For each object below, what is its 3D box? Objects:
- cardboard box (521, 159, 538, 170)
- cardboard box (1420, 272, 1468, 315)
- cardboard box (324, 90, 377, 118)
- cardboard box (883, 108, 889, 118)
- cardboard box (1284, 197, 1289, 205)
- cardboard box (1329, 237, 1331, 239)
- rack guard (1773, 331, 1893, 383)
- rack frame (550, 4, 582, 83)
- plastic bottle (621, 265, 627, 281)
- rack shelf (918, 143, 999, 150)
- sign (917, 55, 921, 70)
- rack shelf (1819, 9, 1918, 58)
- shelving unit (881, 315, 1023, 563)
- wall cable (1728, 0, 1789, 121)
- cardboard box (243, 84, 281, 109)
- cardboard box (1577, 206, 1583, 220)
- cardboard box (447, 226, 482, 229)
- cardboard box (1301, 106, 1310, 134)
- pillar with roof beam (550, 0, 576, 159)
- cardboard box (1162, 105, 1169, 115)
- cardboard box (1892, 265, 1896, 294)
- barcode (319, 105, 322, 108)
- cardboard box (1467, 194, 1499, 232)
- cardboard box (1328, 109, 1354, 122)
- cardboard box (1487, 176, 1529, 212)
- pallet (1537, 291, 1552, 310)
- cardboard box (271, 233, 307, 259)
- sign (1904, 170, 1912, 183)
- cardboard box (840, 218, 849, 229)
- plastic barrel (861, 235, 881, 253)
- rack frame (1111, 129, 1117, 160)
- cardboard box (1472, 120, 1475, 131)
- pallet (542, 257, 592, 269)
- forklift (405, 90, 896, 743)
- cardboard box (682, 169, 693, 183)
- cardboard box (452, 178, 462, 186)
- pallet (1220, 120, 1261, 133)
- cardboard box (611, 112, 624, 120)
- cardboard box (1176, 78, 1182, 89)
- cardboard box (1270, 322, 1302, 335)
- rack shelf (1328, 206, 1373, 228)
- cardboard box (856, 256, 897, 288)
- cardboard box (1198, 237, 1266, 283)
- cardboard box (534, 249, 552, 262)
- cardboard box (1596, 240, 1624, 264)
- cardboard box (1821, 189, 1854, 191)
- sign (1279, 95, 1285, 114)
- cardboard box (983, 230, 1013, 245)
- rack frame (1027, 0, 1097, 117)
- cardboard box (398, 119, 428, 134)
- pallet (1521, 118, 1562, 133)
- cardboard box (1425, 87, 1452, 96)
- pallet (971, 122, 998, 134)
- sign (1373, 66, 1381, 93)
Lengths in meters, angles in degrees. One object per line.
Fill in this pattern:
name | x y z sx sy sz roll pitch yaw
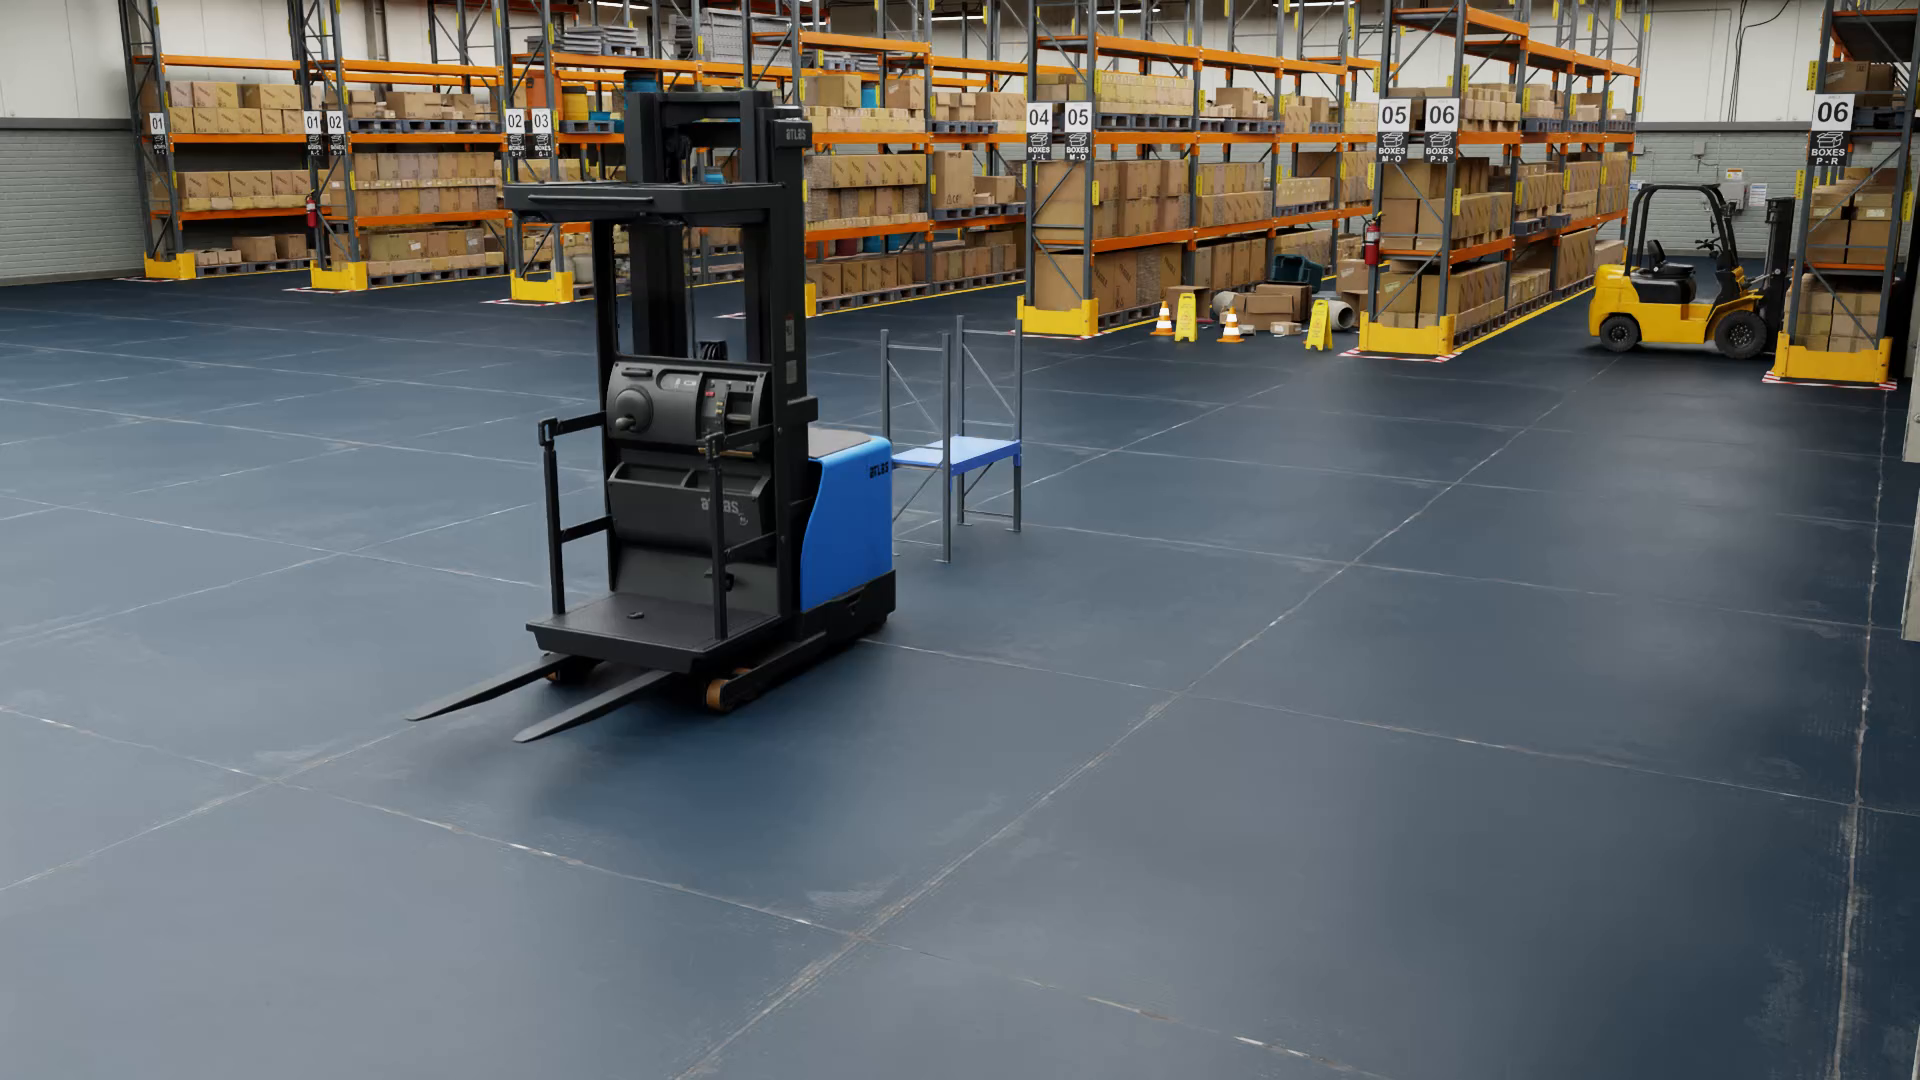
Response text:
cardboard box | -10.840 -9.310 41.261 0.500 0.250 0.500 7 15 27
cardboard box | 6.435 -3.283 22.123 0.500 0.500 0.500 7 15 26
cardboard box | -11.272 -8.056 30.735 0.797 0.503 0.637 9 16 32
cardboard box | -1.409 -7.125 27.758 0.380 0.149 0.250 8 16 30
cardboard box | 5.930 -6.355 31.133 0.380 0.149 0.250 8 16 31
cardboard box | 7.721 -6.400 35.598 0.380 0.149 0.250 7 15 26
rack guard | 10.127 -2.130 19.304 1.175 0.500 0.348 7 15 28
rack frame | -10.090 -12.097 42.511 1.000 3.000 0.127 7 15 28
plastic bottle | -6.070 -4.820 30.010 0.097 0.271 0.097 0 14 0
rack shelf | -0.451 -9.577 39.993 1.077 0.370 4.000 7 15 28
sign | -0.937 -10.810 37.619 0.100 0.325 0.005 7 15 28
rack shelf | 11.106 -6.133 20.161 1.077 0.370 4.000 7 15 28
shelving unit | -0.041 -0.712 11.285 0.538 1.500 1.048 7 15 28
wall cable | 19.107 -10.919 37.546 2.988 3.039 0.133 7 15 28
cardboard box | -14.462 -9.186 34.448 0.500 0.500 0.500 7 15 26
cardboard box | 10.843 -5.868 29.795 0.500 0.250 0.500 7 15 28
cardboard box | -10.118 -6.151 34.019 0.500 0.500 0.500 7 15 28
cardboard box | 6.259 -7.894 31.264 0.500 0.500 0.500 7 15 28
pillar with roof beam | -6.741 -11.851 41.490 9.100 9.000 0.548 7 15 28
cardboard box | 2.957 -6.542 25.298 0.380 0.149 0.250 8 16 29
cardboard box | 14.965 -4.242 27.168 0.500 0.500 0.500 8 16 31
barcode | -11.830 -8.015 30.741 0.001 0.075 0.075 7 15 28
cardboard box | 7.239 -4.593 23.338 0.500 0.500 0.500 8 16 30
cardboard box | 7.654 -8.614 33.717 0.500 0.250 0.500 8 16 30
cardboard box | 8.203 -5.194 24.933 0.500 0.500 0.500 8 16 29
pallet | 9.280 -4.038 27.831 1.003 0.211 1.213 7 15 28
cardboard box | -14.424 -6.320 35.745 0.500 0.500 0.500 6 15 24
sign | 14.494 -5.493 25.446 0.100 0.325 0.005 7 15 28
cardboard box | -2.035 -5.147 27.019 0.380 0.149 0.250 7 15 28
plastic barrel | -2.038 -6.987 37.697 0.600 0.901 0.708 7 15 28
rack frame | 2.918 -7.497 36.230 1.000 3.000 0.127 7 15 28
cardboard box | 6.541 -5.448 21.866 0.380 0.149 0.250 7 15 28
pallet | -8.709 -6.030 36.095 1.003 0.211 1.213 7 15 28
forklift | -1.477 -0.706 8.207 1.130 2.935 3.031 7 15 26
cardboard box | -6.552 -8.503 39.295 0.700 0.500 0.500 3 14 14
cardboard box | -10.057 -7.054 32.796 0.380 0.149 0.250 7 15 28
pallet | 4.474 -7.092 28.554 1.003 0.211 1.213 8 16 31
cardboard box | -7.504 -9.400 37.509 0.910 0.500 0.500 7 15 28
cardboard box | 3.202 -7.035 25.639 0.380 0.149 0.250 7 15 28
cardboard box | 4.657 -3.024 23.759 0.250 0.149 0.380 -8 16 -30
rack shelf | 8.178 -6.975 35.600 1.077 0.370 4.000 7 15 28
cardboard box | -1.448 -4.649 28.853 0.500 0.500 0.500 -12 18 -41
cardboard box | 4.904 -5.089 30.148 1.050 0.750 0.750 7 15 27
cardboard box | -8.959 -6.006 35.015 0.500 0.250 0.500 8 16 29
cardboard box | 13.295 -6.007 34.619 0.875 0.438 0.875 7 15 26
cardboard box | 10.864 -4.272 20.621 0.380 0.149 0.250 8 16 29
sign | 5.759 -7.777 29.720 0.100 0.325 0.005 7 15 28
cardboard box | 0.687 -5.899 32.395 0.500 0.250 0.500 8 16 30
rack frame | 1.410 -7.369 22.898 1.000 3.000 0.127 7 15 28
cardboard box | -12.732 -9.623 38.384 0.797 0.503 0.637 10 17 36
pallet | 8.616 -6.427 25.795 1.213 0.211 1.003 7 15 28
cardboard box | 6.142 -5.686 21.152 0.380 0.149 0.250 7 15 28
pallet | -0.059 -7.550 30.452 1.213 0.211 1.003 7 15 28
sign | 5.316 -5.868 21.183 0.100 0.325 0.005 7 15 28
